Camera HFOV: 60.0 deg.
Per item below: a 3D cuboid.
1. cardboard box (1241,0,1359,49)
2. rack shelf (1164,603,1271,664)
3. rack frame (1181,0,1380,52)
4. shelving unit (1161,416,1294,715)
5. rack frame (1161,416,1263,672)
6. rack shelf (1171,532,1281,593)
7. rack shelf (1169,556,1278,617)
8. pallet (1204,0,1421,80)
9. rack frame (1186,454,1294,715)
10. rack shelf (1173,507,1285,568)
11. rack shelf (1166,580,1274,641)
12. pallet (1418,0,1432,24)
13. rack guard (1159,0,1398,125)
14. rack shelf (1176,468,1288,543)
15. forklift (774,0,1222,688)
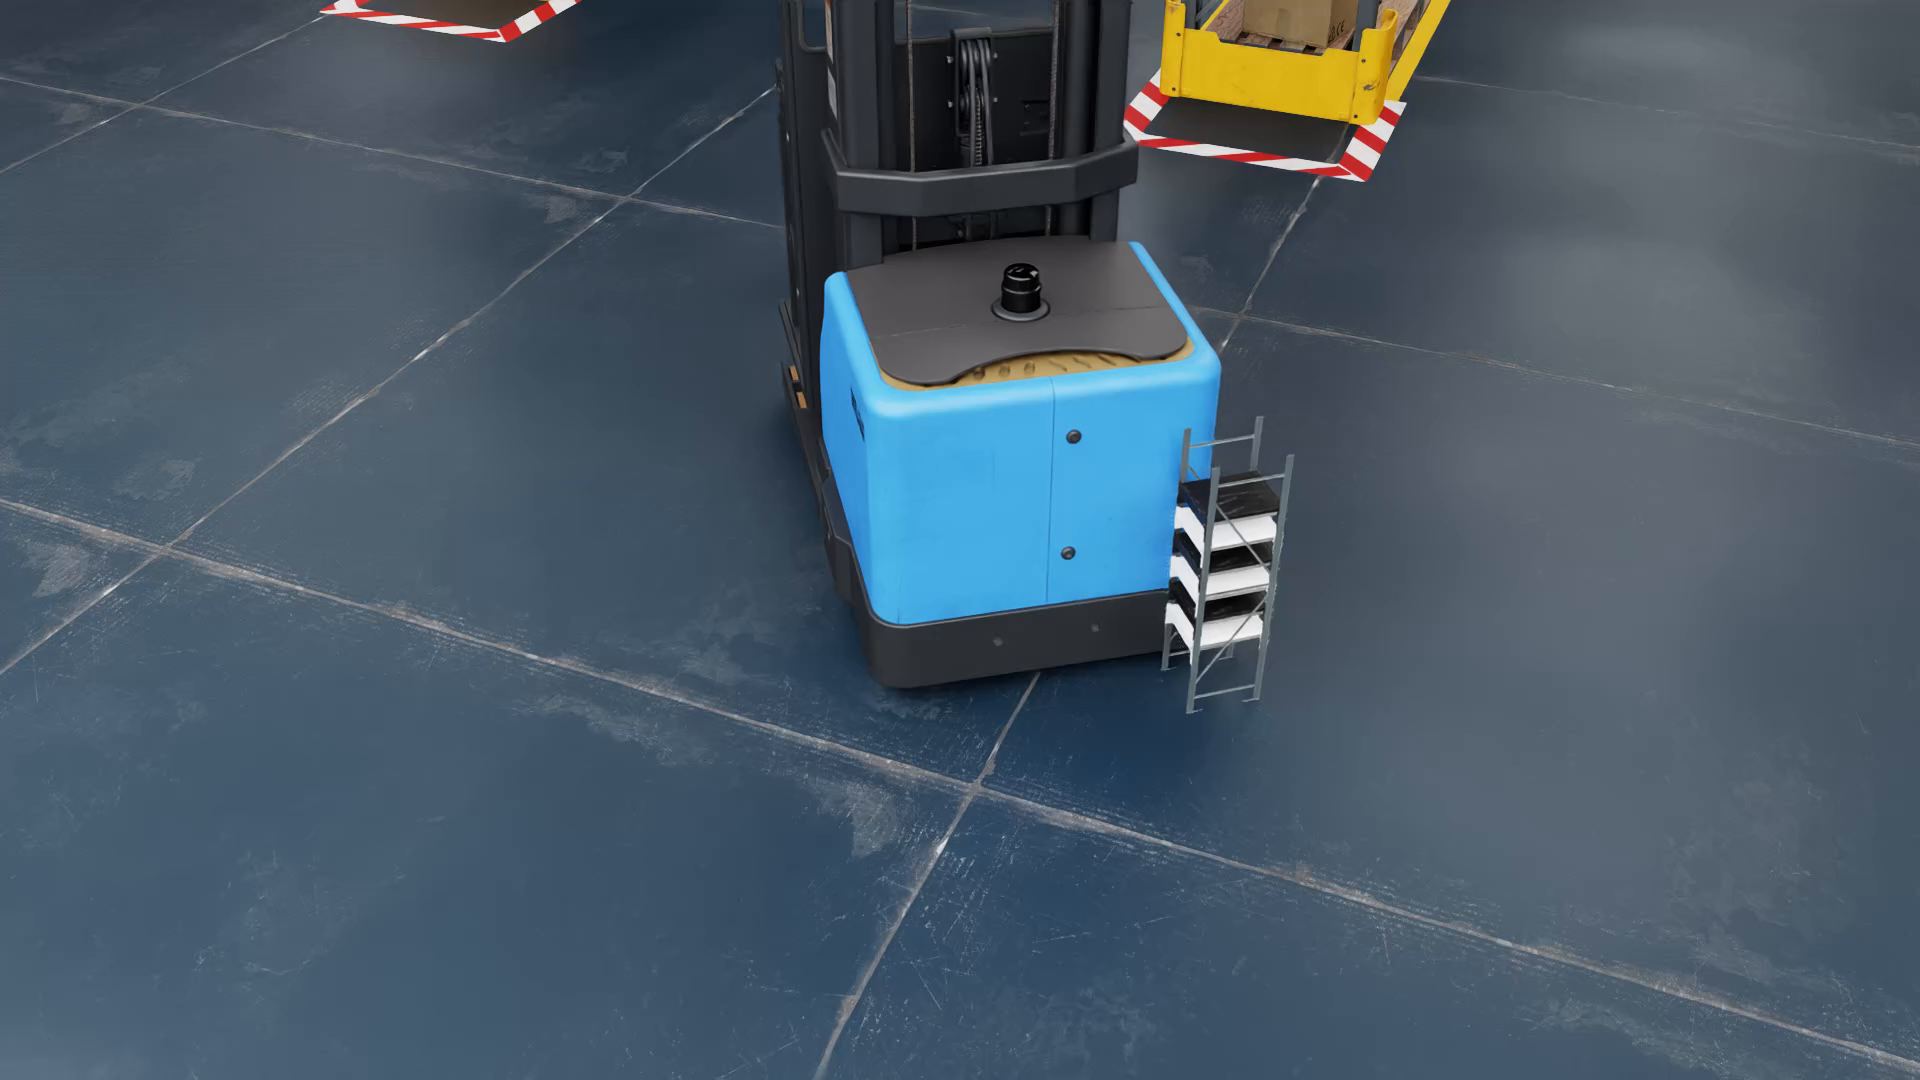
[{"bbox_3d":[1.888,-3.037,9.045,0.500,0.500,0.500,21,42,26],"label":"cardboard box"},{"bbox_3d":[0.773,0.260,5.007,0.258,0.077,0.200,-10,38,-13],"label":"rack shelf"},{"bbox_3d":[1.635,-3.529,7.965,1.000,3.000,0.127,14,39,18],"label":"rack frame"},{"bbox_3d":[0.772,0.089,4.880,0.258,0.900,0.210,-10,38,-13],"label":"shelving unit"},{"bbox_3d":[0.744,0.030,4.958,0.240,0.900,0.006,-10,38,-13],"label":"rack frame"},{"bbox_3d":[0.772,0.043,4.846,0.258,0.077,0.200,-10,38,-13],"label":"rack shelf"},{"bbox_3d":[0.773,0.115,4.900,0.258,0.077,0.200,-10,38,-13],"label":"rack shelf"},{"bbox_3d":[2.006,-2.895,9.448,1.003,0.211,1.213,14,39,18],"label":"pallet"},{"bbox_3d":[0.801,0.147,4.801,0.240,0.900,0.006,-10,38,-13],"label":"rack frame"},{"bbox_3d":[0.772,-0.029,4.792,0.258,0.077,0.200,-10,38,-13],"label":"rack shelf"},{"bbox_3d":[0.773,0.187,4.953,0.258,0.077,0.200,-10,38,-13],"label":"rack shelf"},{"bbox_3d":[2.472,-3.569,10.348,1.003,0.211,1.213,14,39,18],"label":"pallet"},{"bbox_3d":[1.664,-2.569,8.770,1.175,0.500,0.348,14,39,18],"label":"rack guard"},{"bbox_3d":[0.772,-0.101,4.738,0.258,0.077,0.200,-10,38,-13],"label":"rack shelf"},{"bbox_3d":[-0.067,-1.608,5.453,1.130,2.935,3.031,-8,37,-10],"label":"forklift"}]
